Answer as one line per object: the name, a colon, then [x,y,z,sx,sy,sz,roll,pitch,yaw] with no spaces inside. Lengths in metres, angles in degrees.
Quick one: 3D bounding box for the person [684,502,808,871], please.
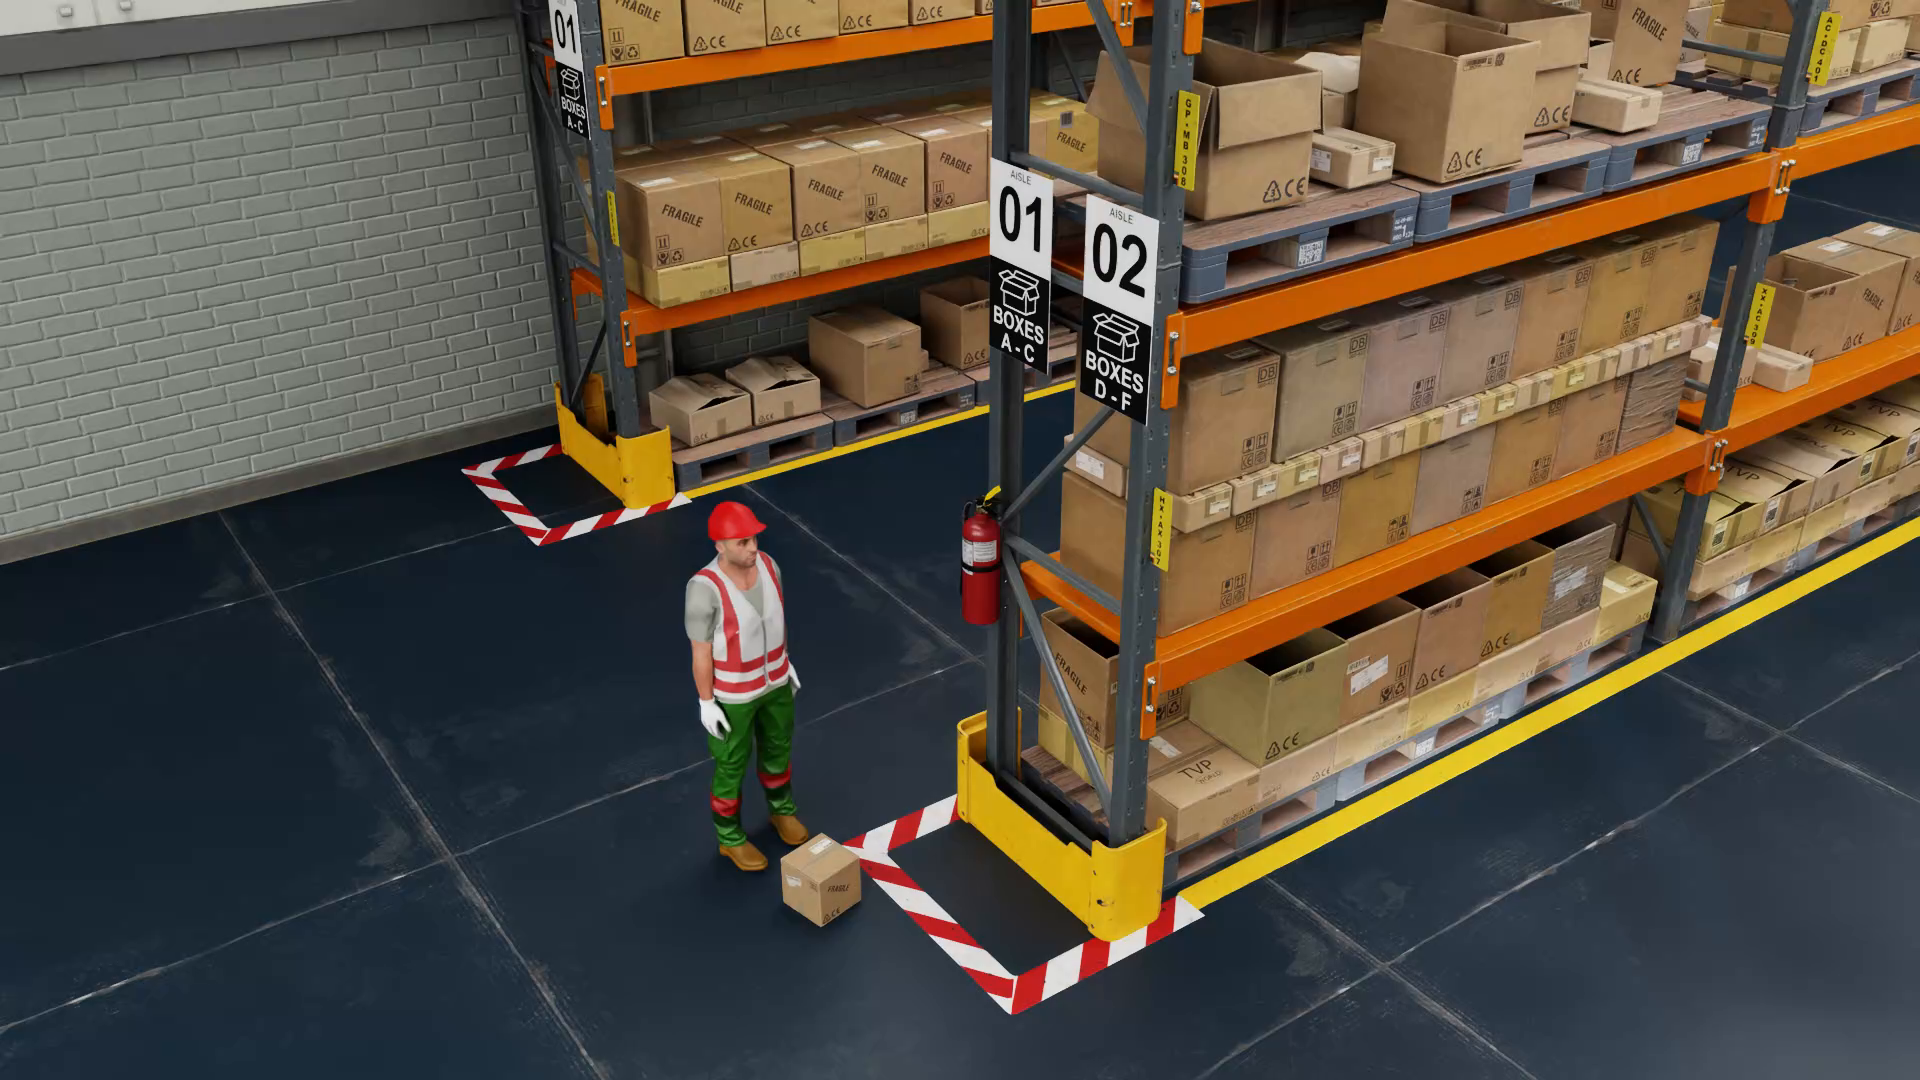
person: [-0.939,0.647,7.394,0.350,1.792,0.534,24,36,37]
